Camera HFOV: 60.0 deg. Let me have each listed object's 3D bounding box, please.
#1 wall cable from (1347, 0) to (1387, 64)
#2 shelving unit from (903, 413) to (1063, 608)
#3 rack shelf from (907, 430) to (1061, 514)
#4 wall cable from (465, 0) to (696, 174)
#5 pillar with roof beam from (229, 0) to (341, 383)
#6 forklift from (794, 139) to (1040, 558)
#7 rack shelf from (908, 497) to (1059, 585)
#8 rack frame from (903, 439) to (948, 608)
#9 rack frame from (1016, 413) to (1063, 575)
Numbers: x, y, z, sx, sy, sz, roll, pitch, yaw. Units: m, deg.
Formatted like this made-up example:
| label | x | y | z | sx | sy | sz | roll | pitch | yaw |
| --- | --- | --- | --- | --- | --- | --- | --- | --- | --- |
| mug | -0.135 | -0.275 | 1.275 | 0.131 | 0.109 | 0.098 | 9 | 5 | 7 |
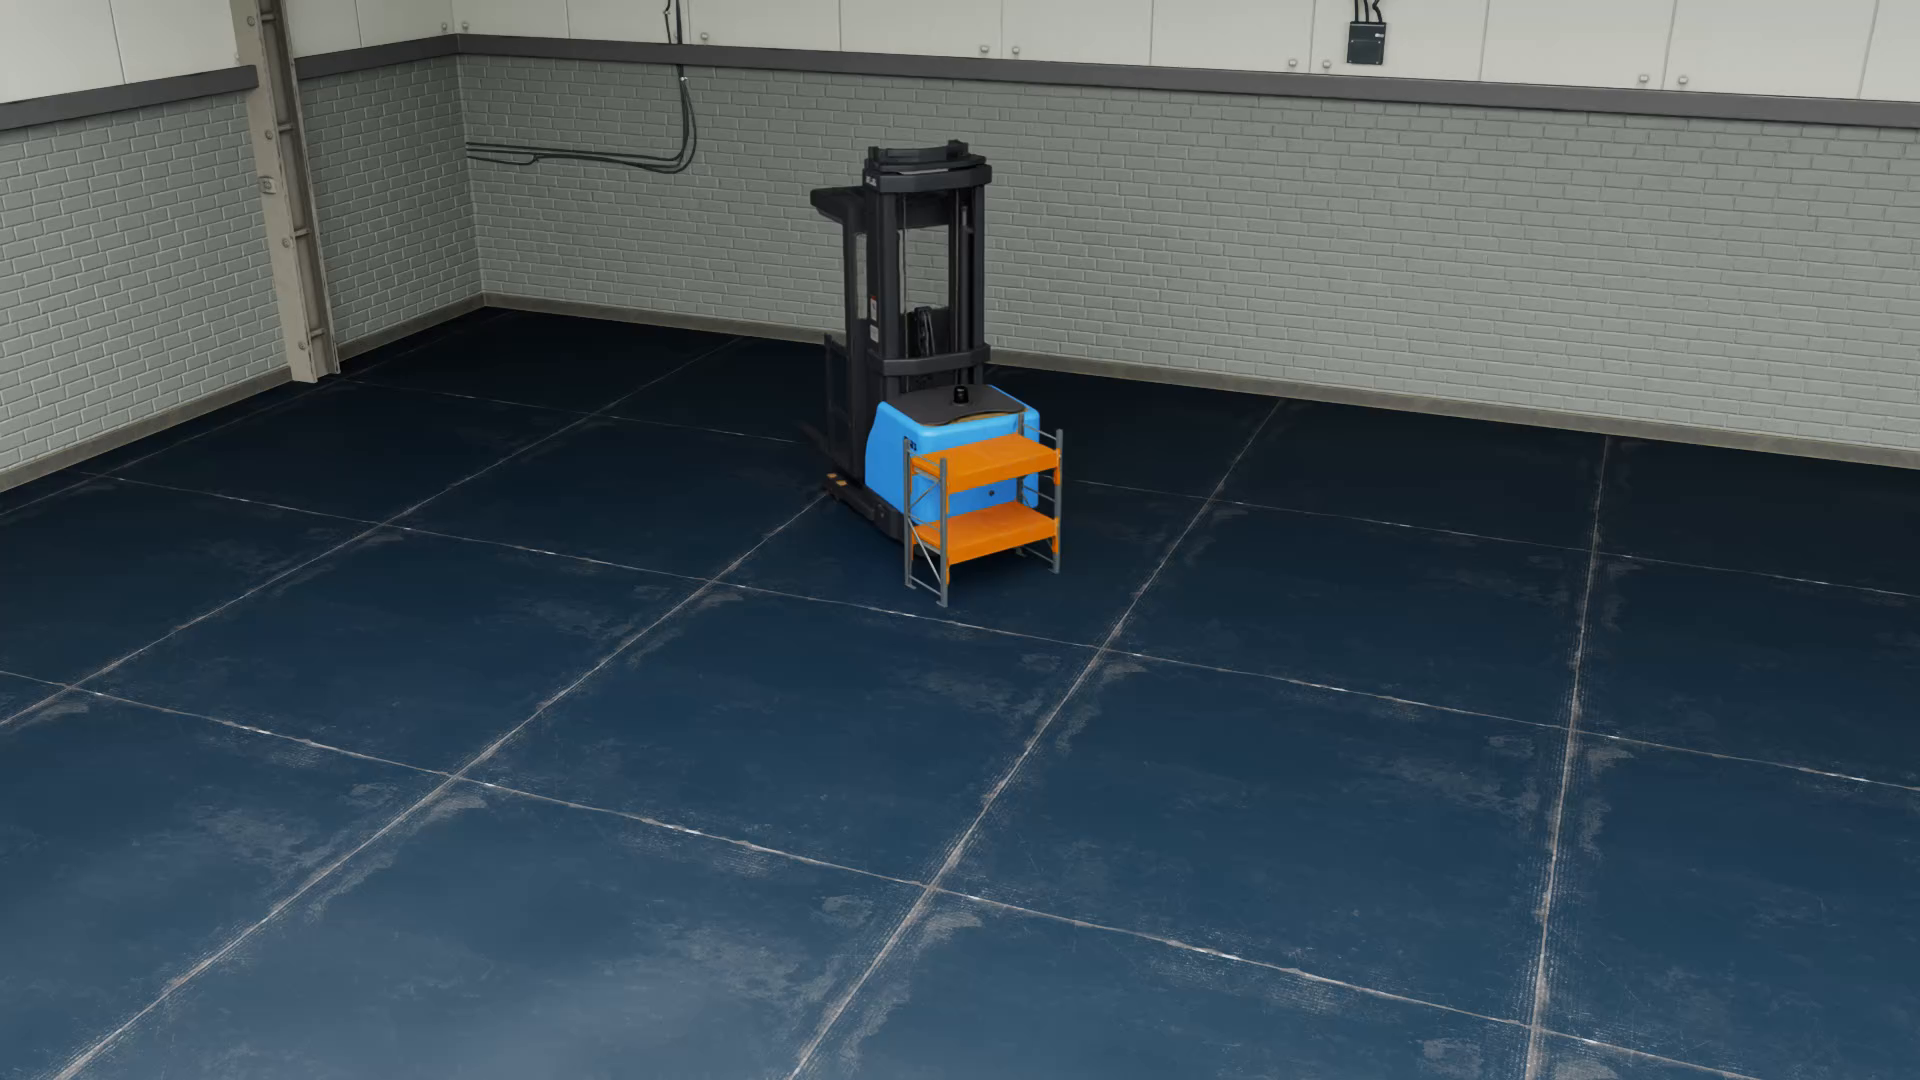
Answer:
| label | x | y | z | sx | sy | sz | roll | pitch | yaw |
| --- | --- | --- | --- | --- | --- | --- | --- | --- | --- |
| wall cable | 4.551 | -6.896 | 13.395 | 2.305 | 6.003 | 0.169 | 9 | 24 | 20 |
| shelving unit | 0.169 | -0.230 | 12.063 | 1.048 | 1.125 | 0.538 | -15 | 27 | -32 |
| rack shelf | 0.169 | -0.500 | 11.951 | 1.000 | 0.278 | 0.538 | -15 | 27 | -32 |
| wall cable | -4.258 | -5.259 | 17.916 | 3.097 | 2.526 | 0.112 | 9 | 24 | 20 |
| pillar with roof beam | -2.583 | -5.211 | 13.771 | 9.100 | 9.000 | 0.400 | 9 | 24 | 20 |
| forklift | -0.504 | -1.750 | 13.359 | 1.130 | 2.935 | 3.031 | -11 | 25 | -25 |
| rack shelf | 0.169 | -0.004 | 12.158 | 1.000 | 0.278 | 0.538 | -15 | 27 | -32 |
| rack frame | -0.246 | -0.117 | 11.792 | 0.032 | 1.125 | 0.500 | -15 | 27 | -32 |
| rack frame | 0.584 | -0.343 | 12.335 | 0.032 | 1.125 | 0.500 | -15 | 27 | -32 |
